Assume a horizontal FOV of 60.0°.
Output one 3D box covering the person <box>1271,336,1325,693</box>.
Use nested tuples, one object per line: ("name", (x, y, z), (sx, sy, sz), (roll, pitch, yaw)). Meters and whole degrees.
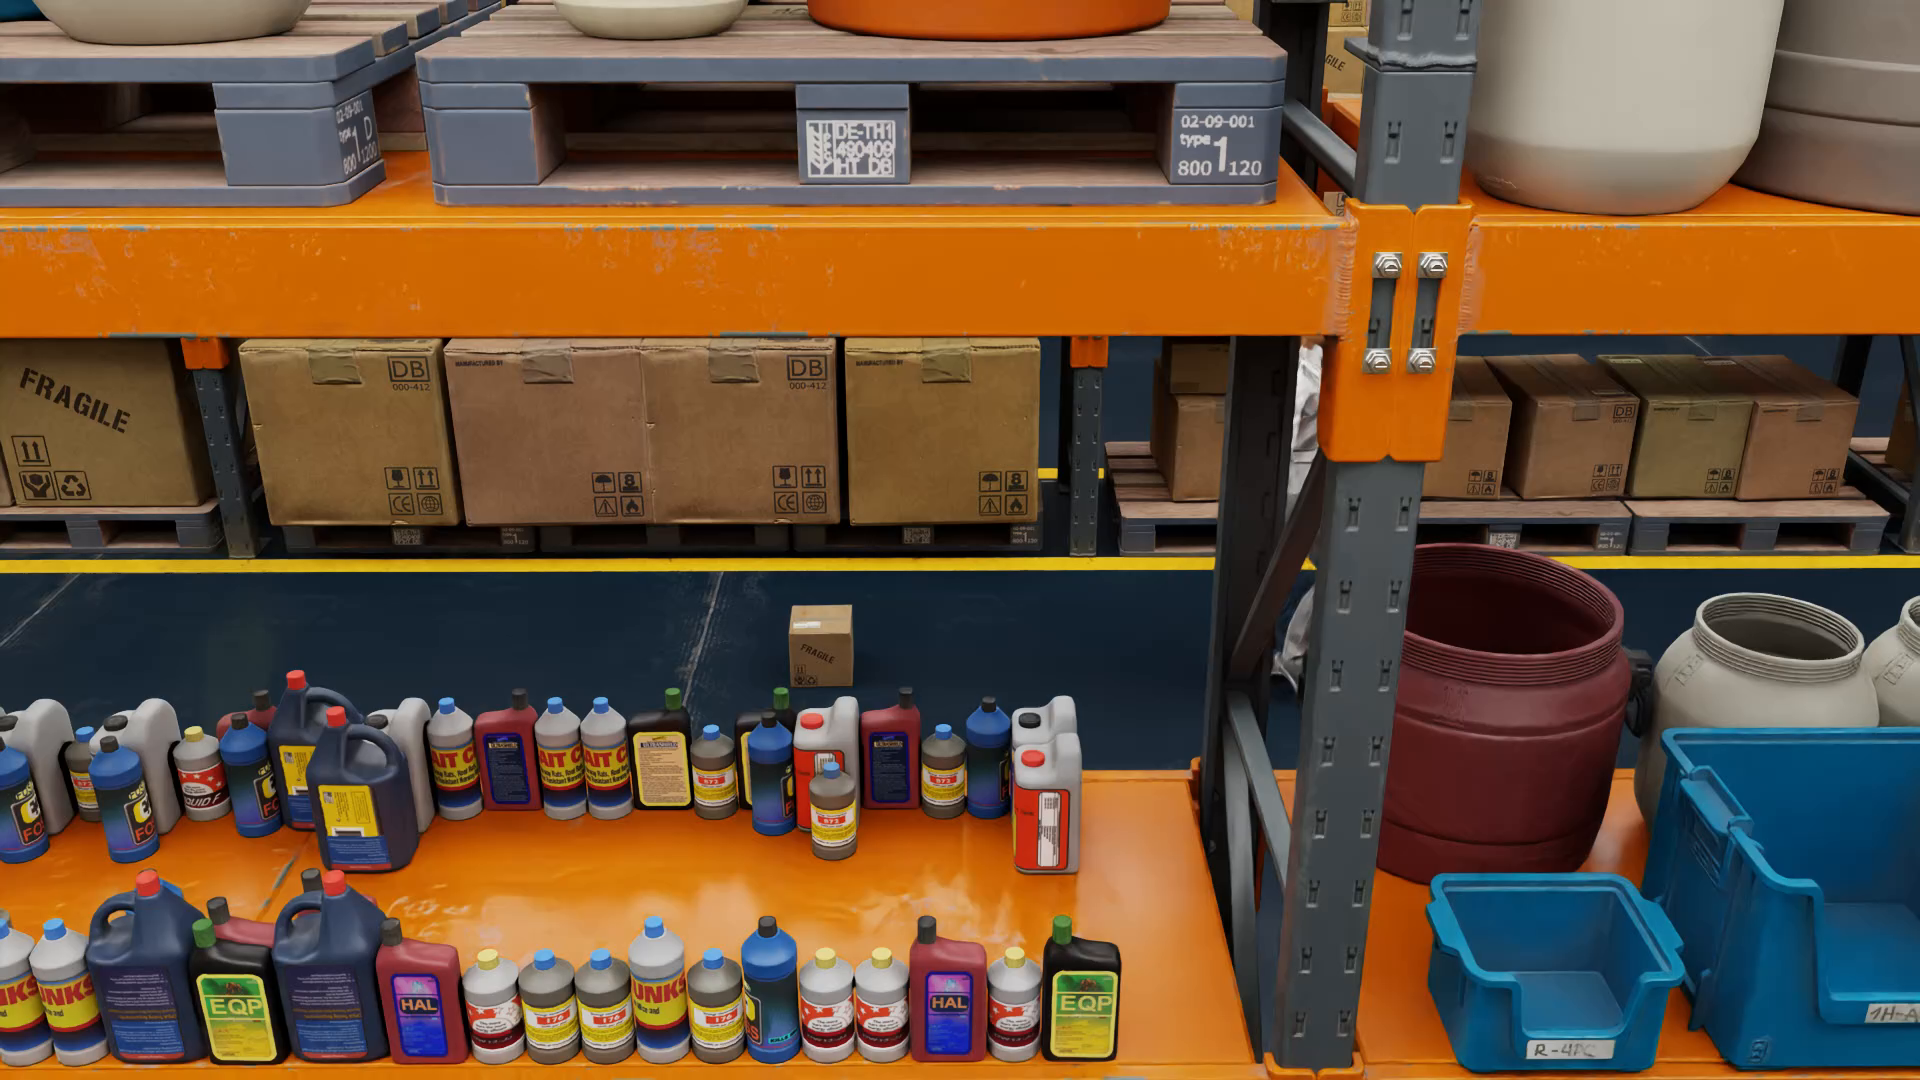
("person", (1.315, -0.183, 6.482), (0.493, 1.741, 0.522), (3, 24, 7))
